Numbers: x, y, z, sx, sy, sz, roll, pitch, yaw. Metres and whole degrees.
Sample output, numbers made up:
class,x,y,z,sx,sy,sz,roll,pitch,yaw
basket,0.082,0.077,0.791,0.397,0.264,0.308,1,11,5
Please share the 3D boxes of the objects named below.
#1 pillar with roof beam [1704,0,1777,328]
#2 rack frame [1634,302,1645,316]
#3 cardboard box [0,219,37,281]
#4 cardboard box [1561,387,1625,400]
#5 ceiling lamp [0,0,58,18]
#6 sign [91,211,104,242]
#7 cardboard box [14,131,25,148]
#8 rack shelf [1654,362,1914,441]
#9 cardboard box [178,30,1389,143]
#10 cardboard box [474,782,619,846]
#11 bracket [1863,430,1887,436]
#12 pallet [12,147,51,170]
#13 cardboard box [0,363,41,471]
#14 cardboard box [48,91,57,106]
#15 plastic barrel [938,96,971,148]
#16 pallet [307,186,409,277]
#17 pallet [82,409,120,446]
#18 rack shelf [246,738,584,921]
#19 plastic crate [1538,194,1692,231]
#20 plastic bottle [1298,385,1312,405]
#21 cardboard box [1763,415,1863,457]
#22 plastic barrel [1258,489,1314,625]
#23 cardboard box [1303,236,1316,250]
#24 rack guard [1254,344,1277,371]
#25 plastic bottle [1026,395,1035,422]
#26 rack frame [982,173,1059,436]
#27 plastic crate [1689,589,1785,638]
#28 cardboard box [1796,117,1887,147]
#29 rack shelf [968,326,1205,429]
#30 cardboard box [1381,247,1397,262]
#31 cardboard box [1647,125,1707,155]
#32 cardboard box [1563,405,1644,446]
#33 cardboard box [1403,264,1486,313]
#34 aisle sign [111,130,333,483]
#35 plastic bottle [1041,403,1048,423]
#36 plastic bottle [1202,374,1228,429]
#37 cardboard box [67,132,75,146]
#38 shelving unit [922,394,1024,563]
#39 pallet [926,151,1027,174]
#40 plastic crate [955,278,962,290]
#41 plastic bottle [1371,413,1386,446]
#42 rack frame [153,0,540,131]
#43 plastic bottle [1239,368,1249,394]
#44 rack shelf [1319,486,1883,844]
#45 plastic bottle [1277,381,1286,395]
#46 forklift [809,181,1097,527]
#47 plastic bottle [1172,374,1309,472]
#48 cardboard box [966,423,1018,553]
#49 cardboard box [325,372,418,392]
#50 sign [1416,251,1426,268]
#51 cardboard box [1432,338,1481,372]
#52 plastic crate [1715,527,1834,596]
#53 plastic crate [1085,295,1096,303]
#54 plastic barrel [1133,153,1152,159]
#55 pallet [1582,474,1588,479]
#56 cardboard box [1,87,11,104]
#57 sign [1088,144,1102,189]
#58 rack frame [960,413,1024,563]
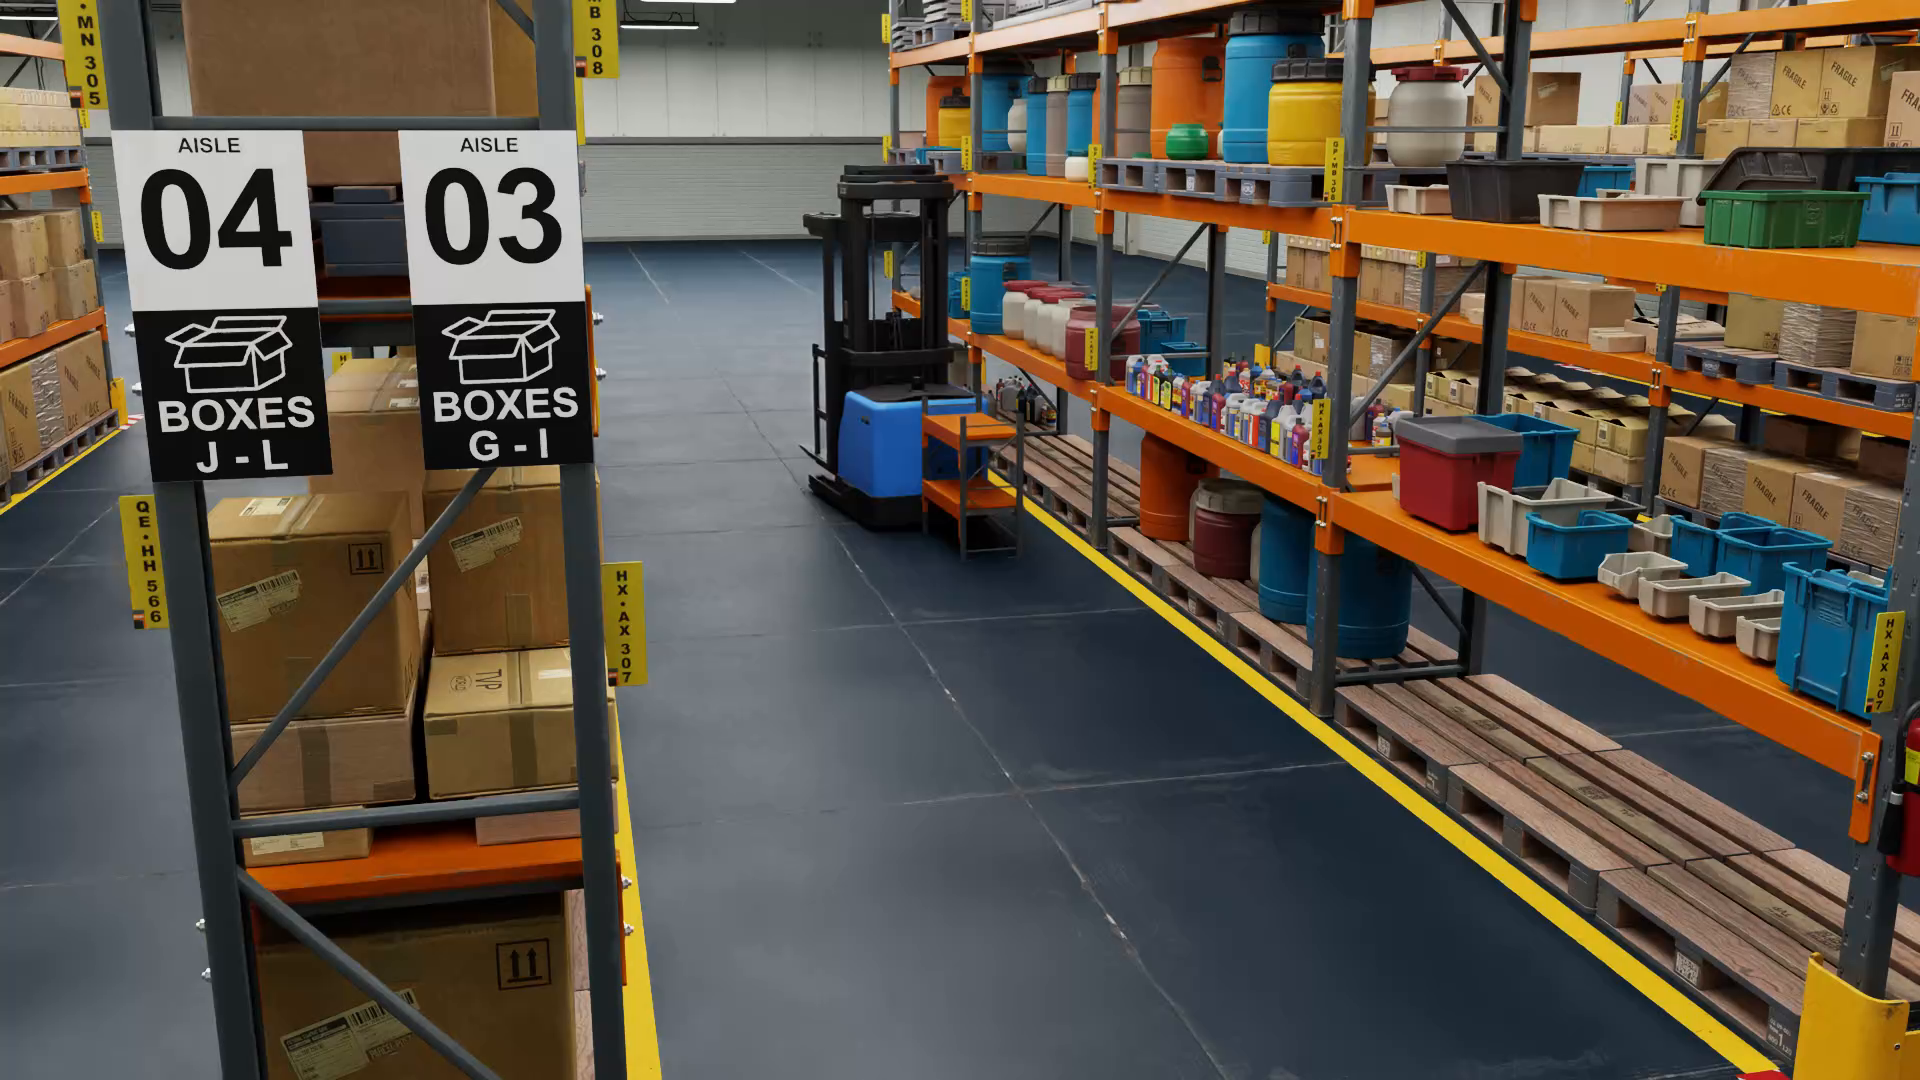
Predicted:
class,x,y,z,sx,sy,sz,roll,pitch,yaw
pillar with roof beam,6.114,-6.377,20.566,9.100,9.000,0.400,-3,14,-13
rack frame,9.290,-3.815,22.723,0.949,2.616,0.053,-3,14,-13
cardboard box,-9.346,-2.748,15.765,0.875,0.550,0.550,-3,14,-13
cardboard box,6.150,-1.328,16.269,0.500,0.311,0.500,-3,14,-14
ceiling lamp,-21.842,-14.010,39.427,2.000,3.144,0.800,-3,14,-13
sign,-9.466,-3.439,18.243,0.100,0.325,0.005,-3,14,-13
cardboard box,-9.113,-3.796,15.756,0.380,0.149,0.250,-3,14,-13
rack shelf,6.827,-0.882,12.233,1.077,0.370,4.000,-3,14,-13
cardboard box,-7.900,-7.088,28.304,24.311,5.290,43.508,-2,14,-7
cardboard box,-1.156,0.726,4.666,0.380,0.149,0.250,-3,14,-13
bracket,8.684,-6.137,25.031,1.127,6.416,16.485,-3,14,-13
pallet,-9.522,-3.696,16.100,1.003,0.211,1.213,-3,14,-13
cardboard box,-9.137,-1.132,15.333,0.875,0.875,0.875,-3,14,-12
cardboard box,-9.408,-4.474,16.852,0.380,0.149,0.250,-3,14,-12
plastic barrel,0.054,-4.760,18.988,0.600,0.588,0.600,0,14,0
pallet,-1.578,-0.881,4.578,1.003,0.211,1.213,-3,14,-13
pallet,-9.733,-1.199,17.891,1.003,0.211,1.213,-3,14,-13
rack shelf,-1.863,0.497,6.176,0.919,0.124,3.809,-3,14,-13
plastic crate,2.694,-1.364,6.925,0.437,0.136,0.530,-3,14,-13
plastic bottle,2.285,-0.893,11.032,0.097,0.271,0.097,0,14,0
cardboard box,6.823,-0.841,13.310,0.500,0.250,0.500,-3,14,-11
plastic barrel,2.204,0.031,10.518,0.600,0.901,0.708,-3,14,-13
cardboard box,4.483,-3.681,20.597,0.380,0.149,0.250,-3,14,-13
rack guard,4.473,-2.330,21.910,1.175,0.500,0.348,-3,14,-13
plastic bottle,0.748,-1.400,17.632,0.061,0.283,0.133,-3,14,-13
rack frame,0.599,-2.340,16.686,0.949,2.616,0.053,-3,14,-13
plastic crate,2.999,0.281,6.385,0.396,0.136,0.243,-3,14,-13
cardboard box,6.735,-2.862,12.292,0.910,0.500,0.500,-3,14,-13
rack shelf,1.072,-1.530,14.884,1.077,0.370,4.000,-3,14,-13
cardboard box,4.963,-3.208,18.661,0.380,0.149,0.250,-3,14,-13
cardboard box,6.196,-3.383,14.064,0.500,0.250,0.500,-4,14,-17
cardboard box,5.867,-1.060,15.174,0.500,0.311,0.500,-4,14,-14
cardboard box,5.308,-2.766,18.219,0.700,0.500,0.500,-4,14,-15
aisle sign,-1.668,-0.526,3.781,0.394,0.787,0.004,-3,14,-13
plastic bottle,0.906,-1.340,17.560,0.097,0.201,0.097,0,14,0
plastic bottle,1.689,-0.919,10.972,0.144,0.351,0.185,-3,14,-13
cardboard box,-9.530,-4.206,17.435,0.380,0.149,0.250,-3,14,-13
shelving unit,-10.893,-3.763,16.191,19.179,6.000,14.799,-4,14,-17
pallet,0.338,-3.867,17.012,1.213,0.211,1.003,-3,14,-13
plastic crate,0.218,-2.942,19.463,0.499,0.251,0.408,-3,14,-13
plastic bottle,2.611,-0.684,10.325,0.097,0.201,0.097,0,14,0
rack frame,-1.397,-2.210,3.513,0.949,2.616,0.053,-3,14,-13
plastic bottle,2.115,-1.171,12.318,0.097,0.201,0.097,0,14,0
rack shelf,2.951,0.316,7.330,1.077,0.370,4.000,-3,14,-13
plastic bottle,2.275,-1.014,11.674,0.097,0.201,0.097,0,14,0
forklift,1.665,-6.453,33.851,19.219,2.843,38.197,-5,15,-20
plastic bottle,1.772,-0.774,10.548,0.097,0.271,2.212,-3,14,-13
cardboard box,0.240,-0.395,12.674,0.475,0.981,0.025,-4,14,-16
cardboard box,-2.361,-0.416,6.919,0.500,0.500,0.500,-3,14,-13
sign,4.879,-3.043,17.573,0.100,0.325,0.005,-3,14,-13
cardboard box,5.614,-1.973,18.510,0.500,0.500,0.500,-3,14,-13
plastic crate,3.374,0.101,6.920,0.416,0.233,0.300,-3,14,-13
plastic crate,1.164,-2.096,15.718,0.392,0.384,0.575,-3,14,-13
plastic barrel,1.434,-2.854,12.794,0.294,0.245,0.294,0,14,0
pallet,5.919,-0.811,16.303,1.003,0.211,1.213,-3,14,-13
cardboard box,-9.053,-4.124,15.422,0.380,0.149,0.250,-3,14,-13
sign,1.009,-2.792,12.434,0.100,0.325,0.005,-3,14,-13
rack frame,0.241,-0.395,12.675,0.500,1.125,0.032,-4,14,-17
